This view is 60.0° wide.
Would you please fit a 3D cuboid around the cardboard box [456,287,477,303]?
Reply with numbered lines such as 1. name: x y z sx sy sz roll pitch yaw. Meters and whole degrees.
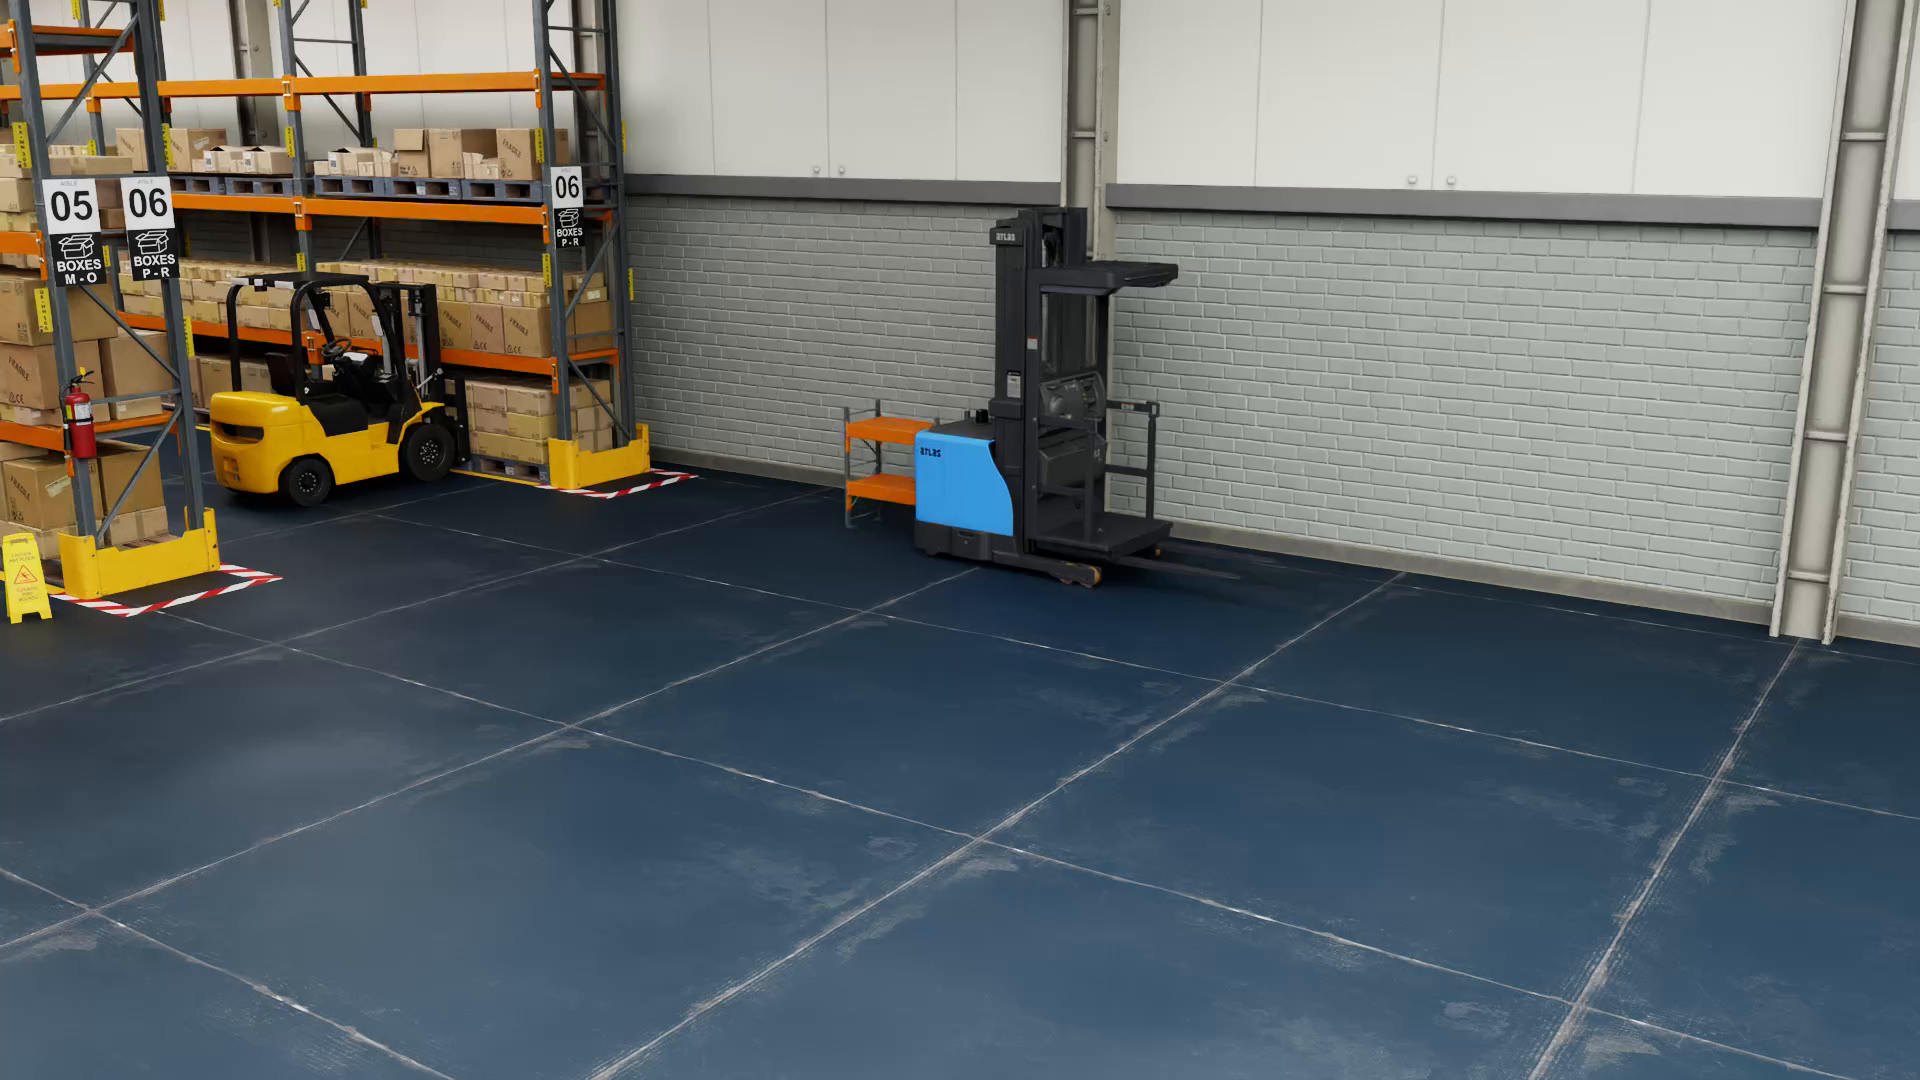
1. cardboard box: -5.079 -2.597 17.512 0.250 0.149 0.380 9 16 31

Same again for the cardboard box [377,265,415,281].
1. cardboard box: -6.127 -2.914 18.174 0.250 0.149 0.380 9 16 32

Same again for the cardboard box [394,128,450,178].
1. cardboard box: -5.539 -4.118 17.677 0.637 0.503 0.797 10 17 35

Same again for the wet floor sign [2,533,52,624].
1. wet floor sign: -6.985 0.267 12.404 0.267 0.644 0.232 -10 17 -35

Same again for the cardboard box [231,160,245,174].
1. cardboard box: -8.179 -4.315 19.211 0.250 0.149 0.380 9 17 33

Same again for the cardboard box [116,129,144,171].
1. cardboard box: -9.951 -4.789 20.396 0.500 0.500 0.500 9 17 33

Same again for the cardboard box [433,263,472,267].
1. cardboard box: -5.619 -2.989 18.477 0.250 0.149 0.380 9 16 32

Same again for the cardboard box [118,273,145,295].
1. cardboard box: -10.198 -3.235 20.920 0.500 0.250 0.500 9 17 33

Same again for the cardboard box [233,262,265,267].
1. cardboard box: -8.749 -3.336 20.500 0.250 0.149 0.380 10 17 34

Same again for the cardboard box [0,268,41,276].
1. cardboard box: -7.507 -1.888 13.299 0.500 0.500 0.700 9 17 33

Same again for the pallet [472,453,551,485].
1. pallet: -4.436 -0.846 17.801 1.213 0.211 1.003 9 17 33

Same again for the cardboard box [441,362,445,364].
1. cardboard box: -6.152 -1.904 19.039 0.500 0.250 0.500 9 16 32

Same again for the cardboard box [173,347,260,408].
1. cardboard box: -9.360 -2.057 20.958 0.625 0.625 0.875 10 17 35

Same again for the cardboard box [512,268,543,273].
1. cardboard box: -4.560 -2.811 17.760 0.250 0.149 0.380 9 17 33

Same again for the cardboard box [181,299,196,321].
1. cardboard box: -9.338 -2.861 20.450 0.500 0.250 0.500 9 16 31

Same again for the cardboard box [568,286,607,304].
1. cardboard box: -3.915 -2.566 17.388 0.250 0.149 0.380 9 16 31

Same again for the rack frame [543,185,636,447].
1. rack frame: -3.778 -2.105 17.085 0.127 3.000 1.000 9 17 33

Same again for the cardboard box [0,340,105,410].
1. cardboard box: -7.149 -1.326 13.110 0.500 0.500 0.500 9 16 32

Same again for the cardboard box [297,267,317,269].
1. cardboard box: -7.669 -3.175 19.849 0.250 0.149 0.380 9 17 33

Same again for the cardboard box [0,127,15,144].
1. cardboard box: -13.205 -5.590 22.881 0.258 0.266 0.396 9 17 33

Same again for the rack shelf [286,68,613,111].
1. rack shelf: -5.437 -4.742 17.583 4.000 0.370 1.077 9 17 33

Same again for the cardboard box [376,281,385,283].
1. cardboard box: -6.152 -2.763 18.184 0.250 0.149 0.380 9 17 32

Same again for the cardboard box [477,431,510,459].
1. cardboard box: -4.752 -1.043 17.643 0.500 0.250 0.500 9 17 33

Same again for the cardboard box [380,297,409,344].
1. cardboard box: -6.012 -2.444 18.248 0.500 0.500 0.500 9 17 32

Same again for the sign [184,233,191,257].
1. sign: -10.109 -3.851 21.729 0.005 0.325 0.100 9 17 33

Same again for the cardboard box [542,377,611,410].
1. cardboard box: -4.071 -1.562 17.658 0.500 0.250 0.500 9 16 32

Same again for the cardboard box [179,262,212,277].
1. cardboard box: -9.417 -3.315 20.414 0.250 0.149 0.380 9 17 33

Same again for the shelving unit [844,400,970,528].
1. shelving unit: -0.480 -0.631 15.031 1.048 1.125 0.538 10 17 35

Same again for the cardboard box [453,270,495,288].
1. cardboard box: -5.090 -2.737 17.459 0.250 0.149 0.380 10 17 34

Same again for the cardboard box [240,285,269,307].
1. cardboard box: -8.078 -2.894 19.543 0.500 0.250 0.500 9 16 31

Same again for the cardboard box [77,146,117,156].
1. cardboard box: -10.867 -4.886 20.941 0.250 0.149 0.380 10 17 35

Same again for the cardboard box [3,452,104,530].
1. cardboard box: -7.355 -0.404 13.499 0.500 0.500 0.500 9 17 33

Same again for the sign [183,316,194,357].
1. sign: -6.242 -1.644 13.419 0.005 0.325 0.100 9 17 33

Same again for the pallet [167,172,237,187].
1. pallet: -9.803 -4.469 20.786 1.003 0.211 1.213 10 17 35

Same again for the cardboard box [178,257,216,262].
1. cardboard box: -9.754 -3.525 21.264 0.250 0.149 0.380 10 17 34

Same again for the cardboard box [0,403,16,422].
1. cardboard box: -7.448 -1.051 13.350 0.250 0.149 0.380 9 16 32

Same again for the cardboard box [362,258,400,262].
1. cardboard box: -6.663 -3.167 19.197 0.250 0.149 0.380 9 17 33

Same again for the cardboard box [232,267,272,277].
1. cardboard box: -8.377 -3.137 19.697 0.250 0.149 0.380 9 16 31

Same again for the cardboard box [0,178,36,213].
1. cardboard box: -7.120 -2.658 12.767 0.500 0.250 0.500 9 16 32

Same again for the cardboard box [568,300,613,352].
1. cardboard box: -4.034 -2.276 17.566 0.500 0.500 0.500 10 17 35

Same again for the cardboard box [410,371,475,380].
1. cardboard box: -5.602 -1.662 18.061 0.500 0.250 0.500 9 16 32

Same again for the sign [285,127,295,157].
1. sign: -7.392 -4.392 18.350 0.005 0.325 0.100 9 17 33

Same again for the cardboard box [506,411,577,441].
1. cardboard box: -4.356 -1.220 17.317 0.500 0.250 0.500 9 16 32

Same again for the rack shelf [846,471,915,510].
1. rack shelf: -0.480 -0.393 15.089 1.000 0.278 0.538 10 17 35

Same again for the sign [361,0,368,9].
1. sign: -6.767 -6.191 18.834 0.005 0.325 0.100 9 17 33

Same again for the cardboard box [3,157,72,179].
1. cardboard box: -6.991 -2.823 12.605 0.250 0.149 0.380 9 17 33

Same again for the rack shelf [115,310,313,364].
1. rack shelf: -8.757 -2.561 20.422 4.000 0.370 1.077 9 17 33

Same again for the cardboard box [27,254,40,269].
1. cardboard box: -11.874 -3.614 22.092 0.637 0.503 0.797 9 16 32

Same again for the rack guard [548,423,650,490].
1. rack guard: -3.758 -0.889 17.373 0.348 0.500 1.175 9 17 33

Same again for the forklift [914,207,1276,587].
1. forklift: 1.095 -1.189 13.525 3.031 2.935 1.130 10 17 35

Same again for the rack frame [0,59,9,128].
1. rack frame: -13.735 -6.627 22.866 0.127 3.000 1.000 9 17 33

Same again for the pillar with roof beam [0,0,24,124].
1. pillar with roof beam: -16.213 -6.041 20.501 0.400 9.000 9.100 9 17 33
